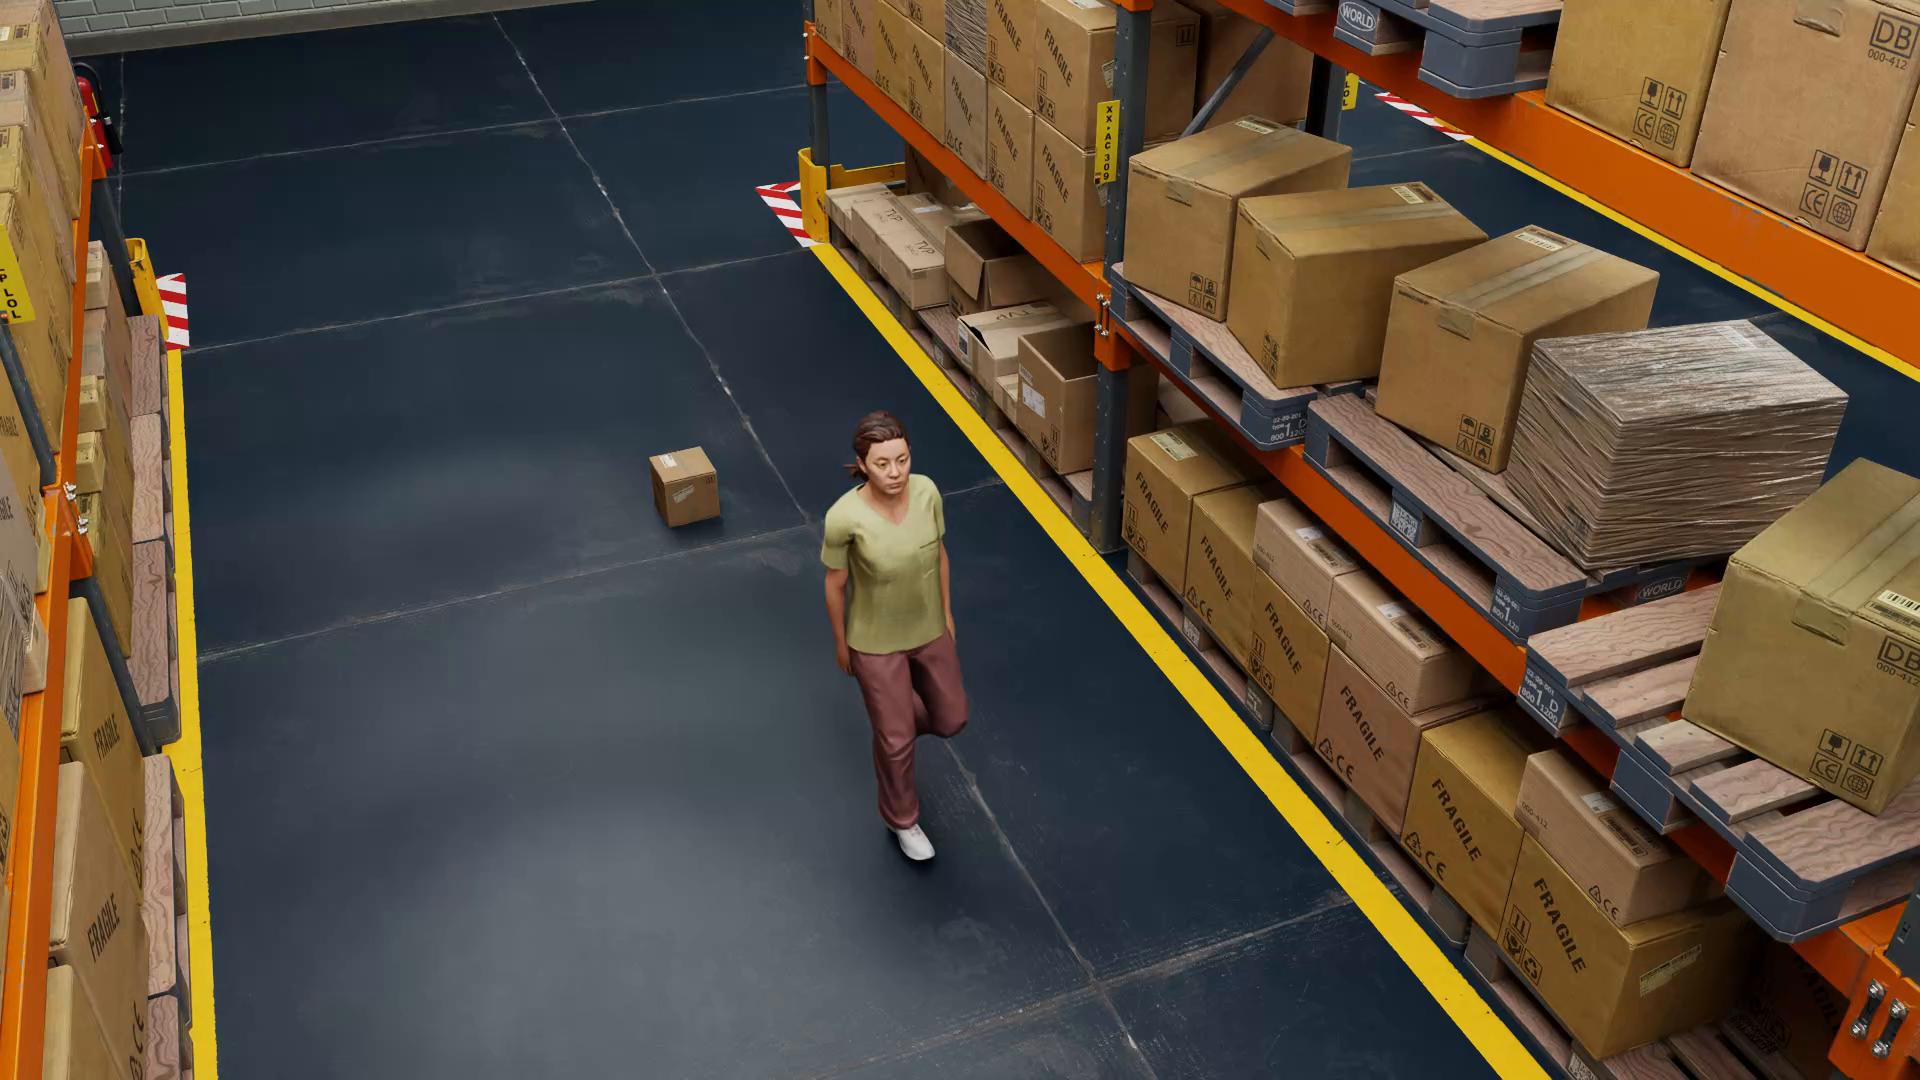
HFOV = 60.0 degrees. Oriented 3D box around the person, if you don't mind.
[{"bbox_3d":[-0.233,0.300,5.650,0.457,1.655,0.623,-18,37,-24],"label":"person"}]
